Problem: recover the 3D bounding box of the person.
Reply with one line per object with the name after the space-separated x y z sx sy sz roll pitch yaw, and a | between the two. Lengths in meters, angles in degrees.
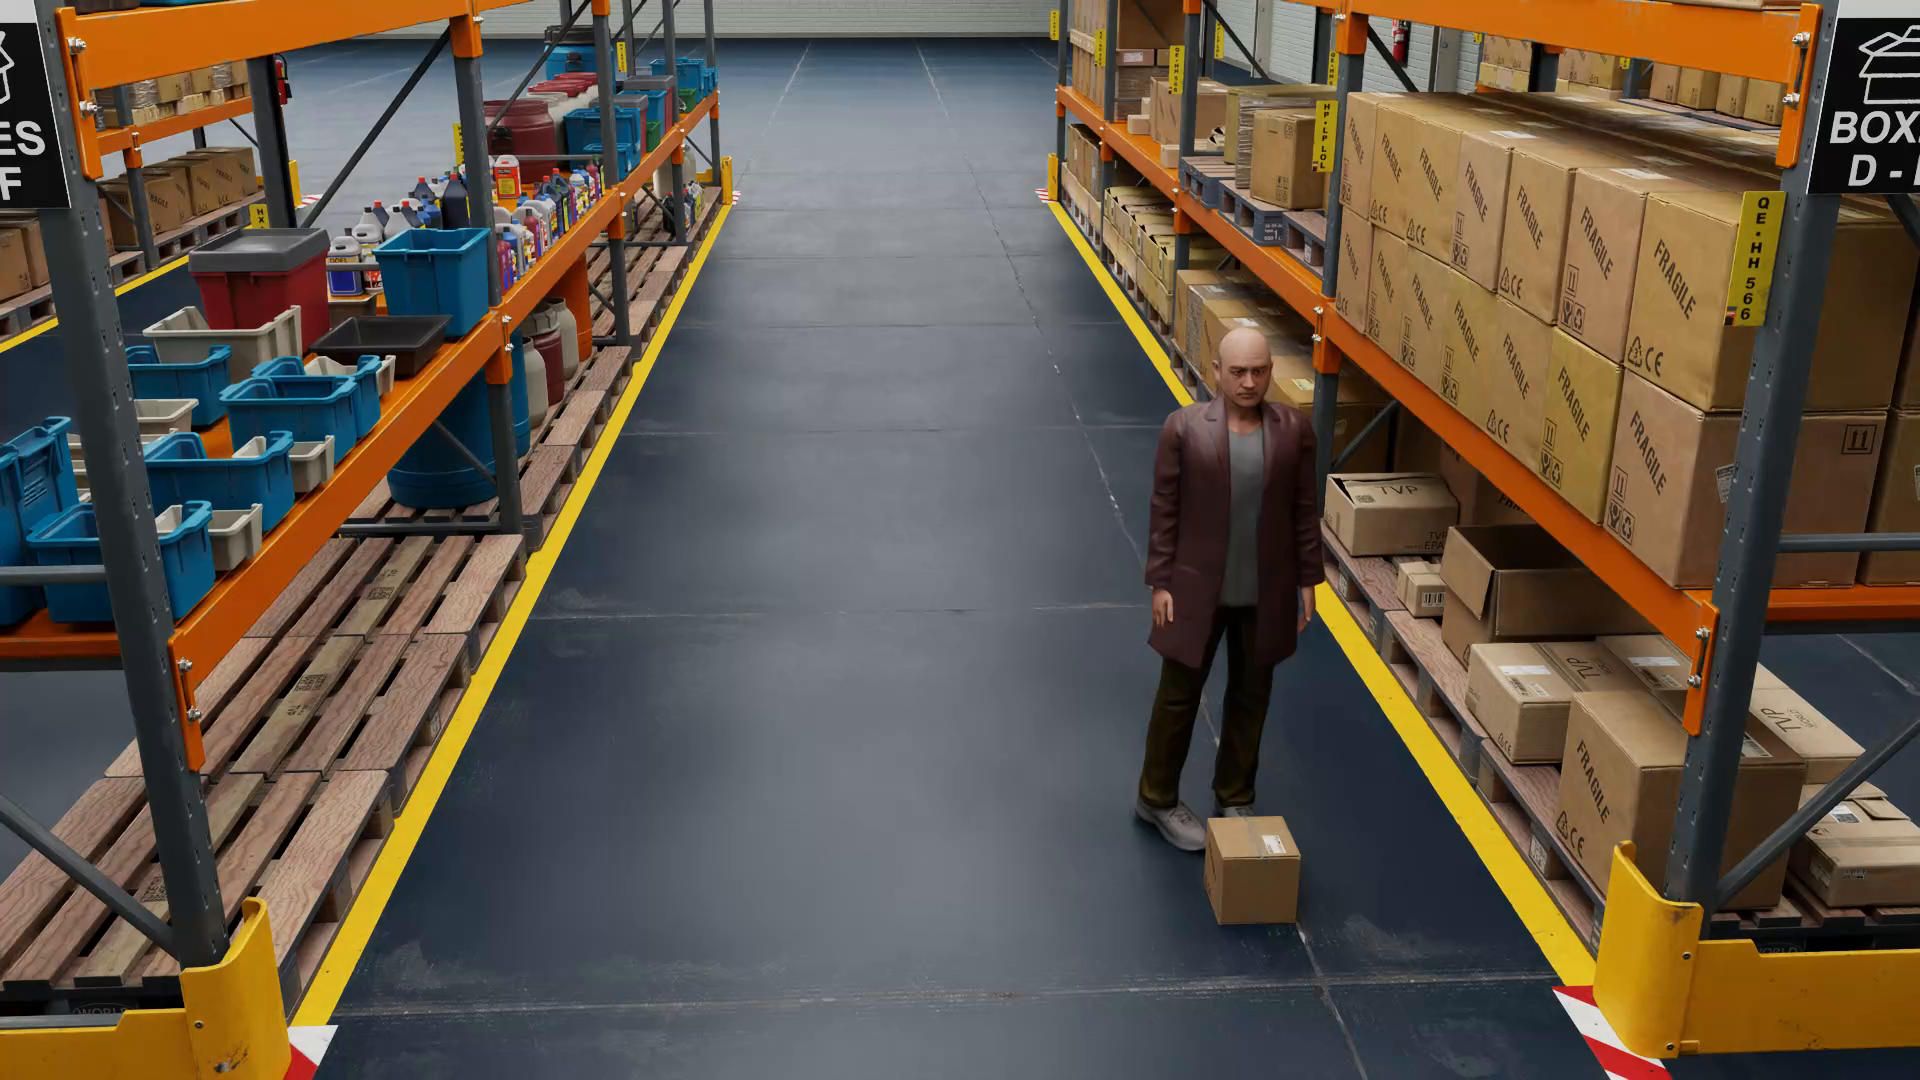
0.934 0.180 5.594 0.617 1.790 0.390 -1 20 -2 | person
